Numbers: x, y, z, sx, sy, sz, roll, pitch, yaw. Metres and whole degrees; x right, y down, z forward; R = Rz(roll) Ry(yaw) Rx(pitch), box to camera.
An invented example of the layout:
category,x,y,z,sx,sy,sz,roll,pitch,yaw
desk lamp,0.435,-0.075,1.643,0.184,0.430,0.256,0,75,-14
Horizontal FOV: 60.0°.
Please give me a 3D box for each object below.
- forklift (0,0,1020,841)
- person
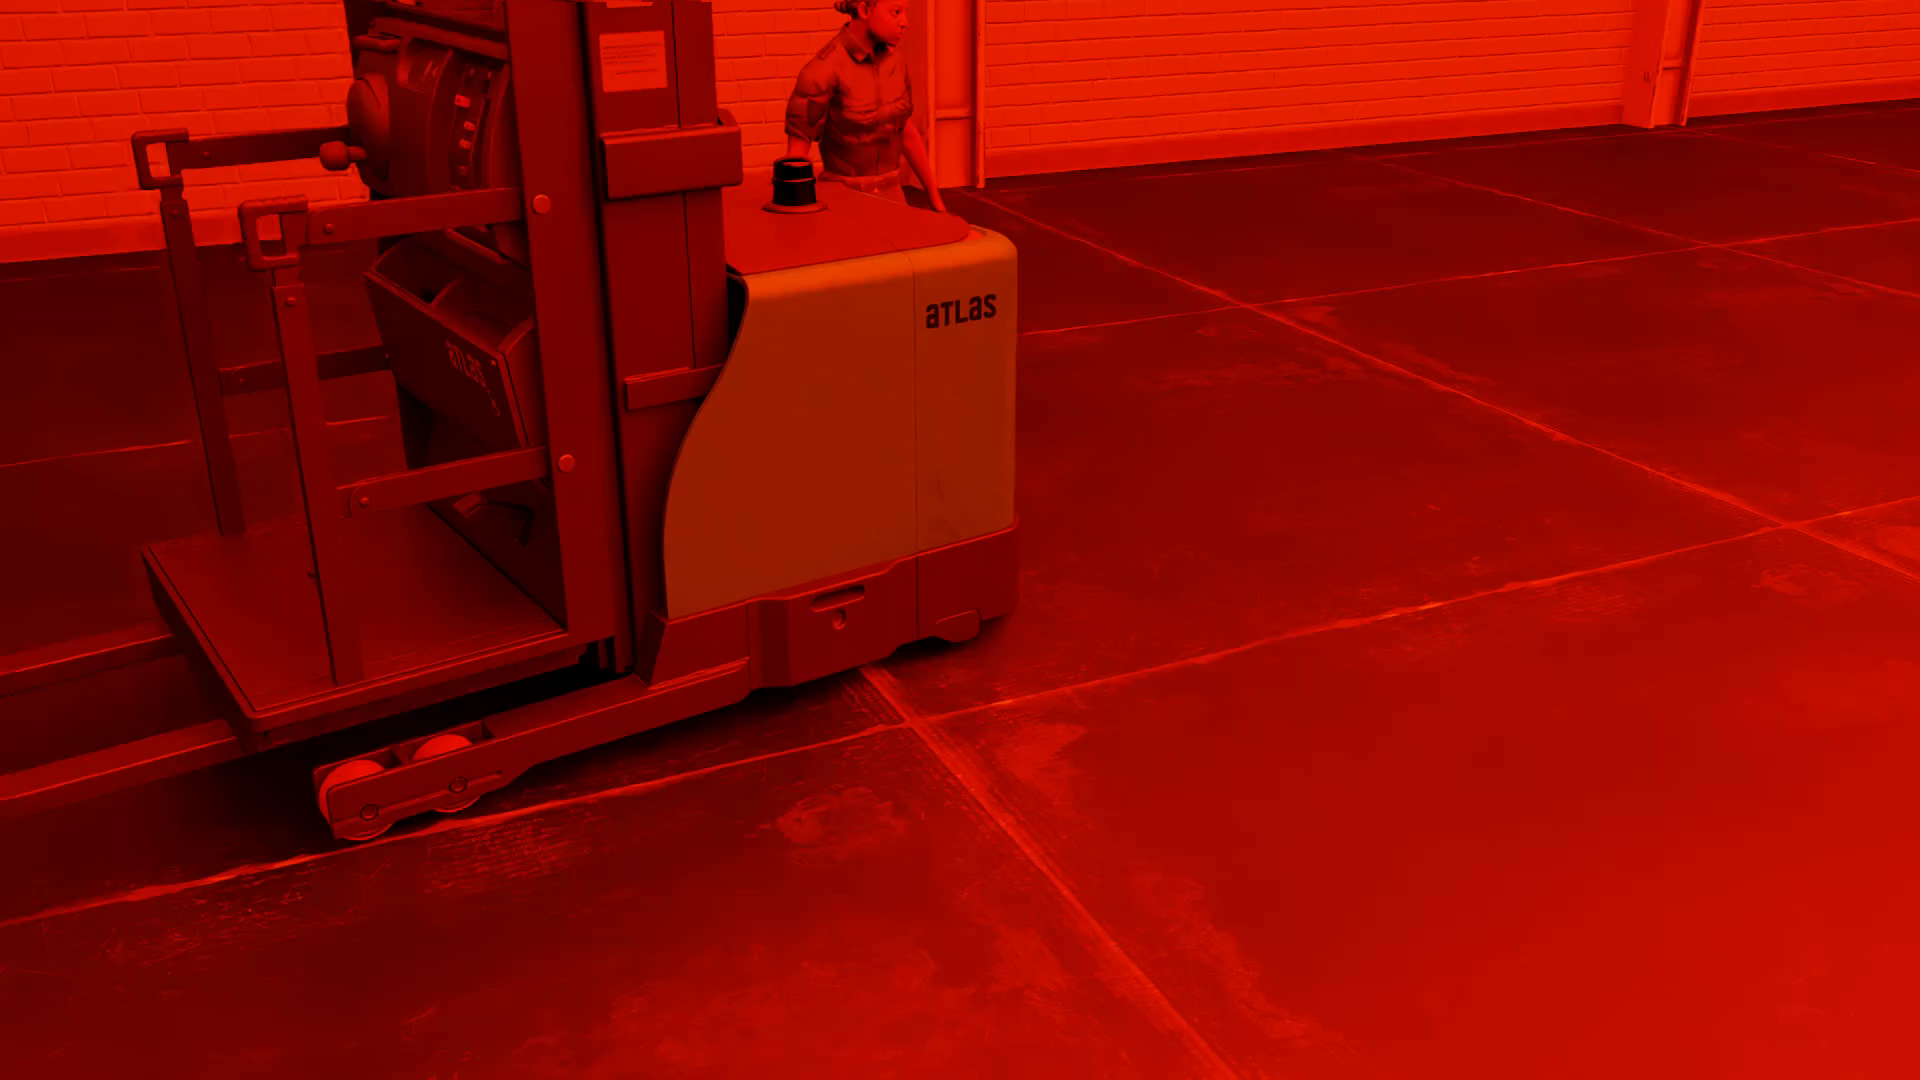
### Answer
category,x,y,z,sx,sy,sz,roll,pitch,yaw
forklift,-1.340,-0.941,3.552,3.031,2.935,1.130,-15,27,-32
person,-0.297,-1.091,5.617,0.355,1.632,0.753,18,28,36
